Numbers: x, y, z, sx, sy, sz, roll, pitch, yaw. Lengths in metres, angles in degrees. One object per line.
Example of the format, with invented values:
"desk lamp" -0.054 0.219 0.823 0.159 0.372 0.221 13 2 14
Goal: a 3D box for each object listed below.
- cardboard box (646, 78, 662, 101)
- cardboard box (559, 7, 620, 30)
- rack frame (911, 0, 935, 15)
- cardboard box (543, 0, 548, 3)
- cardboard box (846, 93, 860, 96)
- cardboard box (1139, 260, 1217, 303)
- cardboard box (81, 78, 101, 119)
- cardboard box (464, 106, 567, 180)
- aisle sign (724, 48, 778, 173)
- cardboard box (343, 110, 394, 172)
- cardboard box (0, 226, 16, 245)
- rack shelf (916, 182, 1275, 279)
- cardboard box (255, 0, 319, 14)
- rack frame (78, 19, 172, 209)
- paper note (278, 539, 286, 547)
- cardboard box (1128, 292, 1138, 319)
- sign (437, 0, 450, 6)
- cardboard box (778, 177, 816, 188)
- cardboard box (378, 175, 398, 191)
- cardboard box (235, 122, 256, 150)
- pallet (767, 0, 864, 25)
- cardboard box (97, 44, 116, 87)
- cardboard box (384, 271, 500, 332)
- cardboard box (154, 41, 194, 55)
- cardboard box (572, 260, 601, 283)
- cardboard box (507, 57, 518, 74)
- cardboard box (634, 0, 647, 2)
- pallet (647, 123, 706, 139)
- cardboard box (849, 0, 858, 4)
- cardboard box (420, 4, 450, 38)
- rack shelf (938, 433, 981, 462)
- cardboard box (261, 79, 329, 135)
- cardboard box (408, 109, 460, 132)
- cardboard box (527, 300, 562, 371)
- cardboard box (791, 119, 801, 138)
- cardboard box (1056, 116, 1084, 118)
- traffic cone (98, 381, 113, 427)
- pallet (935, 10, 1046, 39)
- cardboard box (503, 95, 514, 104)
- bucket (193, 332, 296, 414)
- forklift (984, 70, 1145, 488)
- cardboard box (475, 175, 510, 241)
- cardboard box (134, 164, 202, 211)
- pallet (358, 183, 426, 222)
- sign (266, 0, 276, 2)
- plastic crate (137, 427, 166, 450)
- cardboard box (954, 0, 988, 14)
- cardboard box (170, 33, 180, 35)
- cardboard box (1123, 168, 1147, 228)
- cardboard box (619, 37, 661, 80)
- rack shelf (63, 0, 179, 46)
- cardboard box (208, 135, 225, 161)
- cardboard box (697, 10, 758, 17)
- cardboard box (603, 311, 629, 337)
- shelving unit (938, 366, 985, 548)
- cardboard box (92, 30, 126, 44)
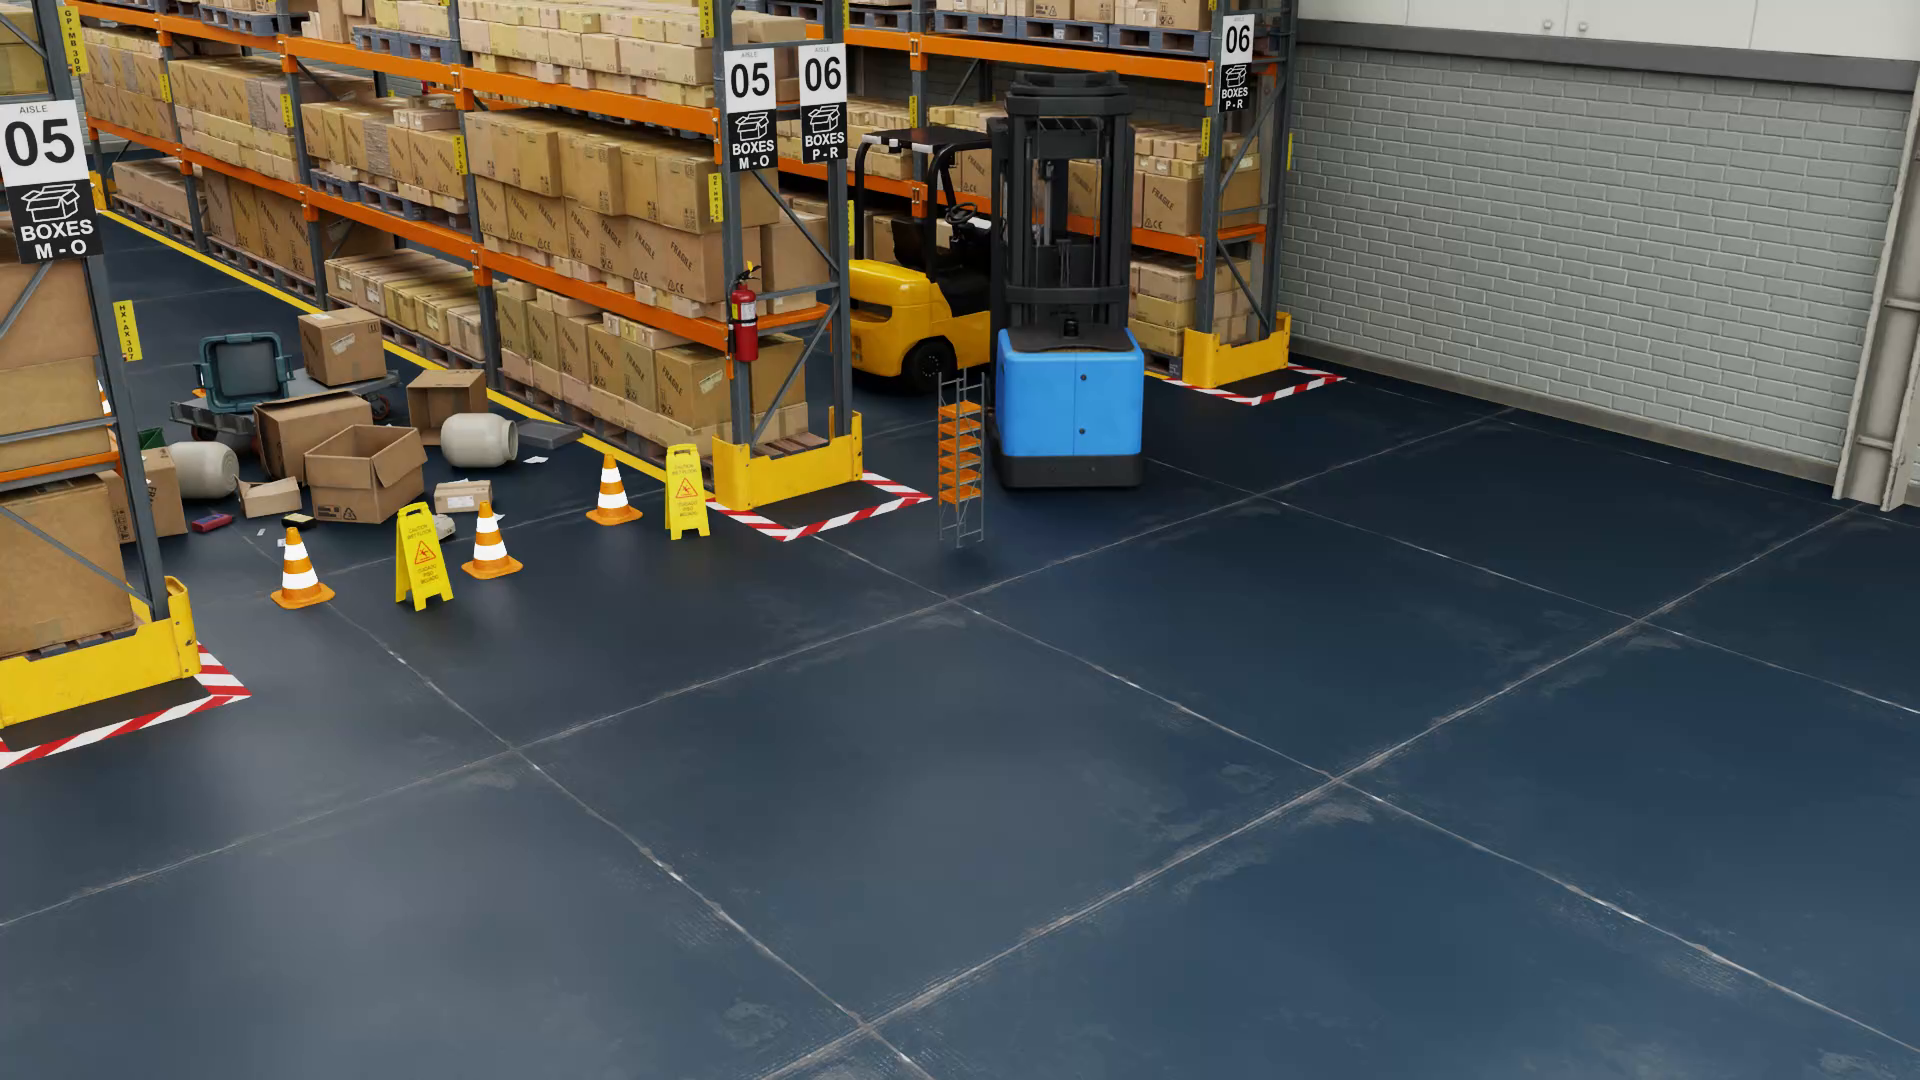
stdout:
"cardboard box" -2.000 -3.213 11.807 0.380 0.149 0.250 -16 27 -36
"cardboard box" -2.796 -3.941 12.570 0.380 0.149 0.250 -17 27 -36
"rack frame" -0.074 -6.840 16.609 1.000 3.000 0.127 -17 27 -37
"cardboard box" -3.231 -4.426 13.810 0.380 0.149 0.250 -18 28 -39
"cardboard box" -1.390 -5.136 19.458 0.380 0.149 0.250 -18 28 -38
"cardboard box" 2.001 -2.376 15.260 0.500 0.250 0.500 -16 27 -36
"cardboard box" -11.569 -6.025 22.617 0.500 0.500 0.500 -18 27 -38
"cardboard box" -3.709 -3.342 13.987 0.700 0.500 0.500 -18 28 -38
"aisle sign" -1.400 -2.883 11.168 0.394 0.787 0.004 -17 27 -37
"cardboard box" -5.627 -3.883 16.165 0.500 0.500 0.500 -17 27 -37
"cardboard box" -5.546 -1.367 9.175 0.875 0.550 0.550 -17 27 -37
"rack shelf" 1.232 -3.159 16.424 1.077 0.370 4.000 -17 27 -37
"cardboard box" -6.803 -5.678 17.037 0.797 0.503 0.637 -20 29 -41
"rack frame" -11.665 -6.180 23.149 1.000 3.000 0.127 -17 27 -37
"paper note" -4.615 0.004 11.433 0.144 0.017 0.142 -8 23 -19
"cardboard box" 1.664 -2.291 15.729 0.500 0.250 0.500 -18 28 -38
"sign" -4.250 -4.552 13.631 0.100 0.325 0.005 -17 27 -37
"cardboard box" -2.288 -4.066 20.433 0.875 0.625 0.625 -16 27 -36
"cardboard box" -5.353 -3.456 15.963 0.380 0.149 0.250 -16 27 -36
"cardboard box" -7.638 -4.483 18.337 0.500 0.250 0.500 -18 28 -39
"pallet" -1.442 -5.986 18.801 1.003 0.211 1.213 -16 26 -35
"cardboard box" -10.883 -6.210 21.718 0.500 0.500 0.500 -18 27 -38
"cardboard box" -5.103 -2.370 16.450 0.950 0.372 0.625 -16 27 -36
"cardboard box" -9.586 -5.997 20.284 0.380 0.149 0.250 -17 27 -36
"cardboard box" -2.855 -2.165 13.244 0.380 0.149 0.250 -18 27 -38
"cardboard box" -3.440 -3.872 13.487 0.380 0.149 0.250 -17 27 -37
"cardboard box" -3.859 -6.840 20.927 0.500 0.250 0.500 -17 27 -37
"pallet" -3.180 -5.233 20.996 1.213 0.211 1.003 -17 27 -37
"cardboard box" -1.021 -5.800 17.699 0.380 0.149 0.250 -18 27 -38
"cardboard box" -4.323 -4.514 14.412 0.500 0.250 0.500 -18 28 -38
"rack shelf" 0.009 -0.625 11.227 0.258 0.103 0.180 -17 27 -37
"cardboard box" -6.978 -4.562 17.511 0.500 0.500 0.500 -18 28 -39
"cardboard box" -4.764 -3.808 15.083 0.380 0.149 0.250 -18 28 -39
"cardboard box" -3.293 -1.756 14.021 0.500 0.500 0.500 -16 27 -35
"cardboard box" -1.574 -4.712 18.921 0.500 0.250 0.500 -17 27 -37
"cardboard box" 1.175 -4.156 16.548 0.380 0.149 0.250 -18 28 -38
"traffic cone" -7.247 -1.207 13.931 0.336 0.463 0.334 -17 27 -37
"pallet" 0.503 -5.173 16.587 1.003 0.211 1.213 -17 27 -37
"cardboard box" -6.408 -6.444 24.168 0.380 0.149 0.250 -18 28 -38
"bucket" -5.680 -1.353 13.229 0.726 0.611 0.620 -8 13 -19
"forklift" 0.771 -2.242 13.189 1.130 2.935 3.031 -1 21 -2
"cardboard box" -3.755 -2.861 14.132 0.500 0.500 0.500 -18 27 -38
"cardboard box" -10.554 -4.773 22.494 0.875 0.438 0.875 -17 27 -36
"pallet" -5.119 -3.343 16.169 1.003 0.211 1.213 -17 27 -37
"sign" -6.868 -5.514 16.518 0.100 0.325 0.005 -17 27 -37
"plastic crate" -6.410 -0.639 12.780 0.450 0.188 0.662 -13 23 -6
"cardboard box" 0.285 -5.356 16.343 0.500 0.311 0.500 -17 27 -36
"cardboard box" -10.043 -6.463 21.475 0.380 0.149 0.250 -17 27 -37
"cardboard box" 1.686 -3.207 15.423 0.500 0.500 0.500 -16 27 -36
"cardboard box" -2.076 -3.444 11.850 0.500 0.250 0.500 -18 28 -38
"rack shelf" -10.359 -6.689 21.322 1.077 0.370 4.000 -17 27 -37
"cardboard box" -8.305 -4.532 19.148 0.500 0.250 0.500 -18 28 -38
"cardboard box" -1.698 -3.794 12.195 0.380 0.149 0.250 -18 27 -38
"cardboard box" -2.564 -1.714 13.023 0.380 0.149 0.250 -16 27 -35
"shelving unit" 0.009 -0.555 11.255 0.258 1.200 0.189 -17 27 -37
"cardboard box" -11.149 -6.607 21.842 0.380 0.149 0.250 -19 28 -39
